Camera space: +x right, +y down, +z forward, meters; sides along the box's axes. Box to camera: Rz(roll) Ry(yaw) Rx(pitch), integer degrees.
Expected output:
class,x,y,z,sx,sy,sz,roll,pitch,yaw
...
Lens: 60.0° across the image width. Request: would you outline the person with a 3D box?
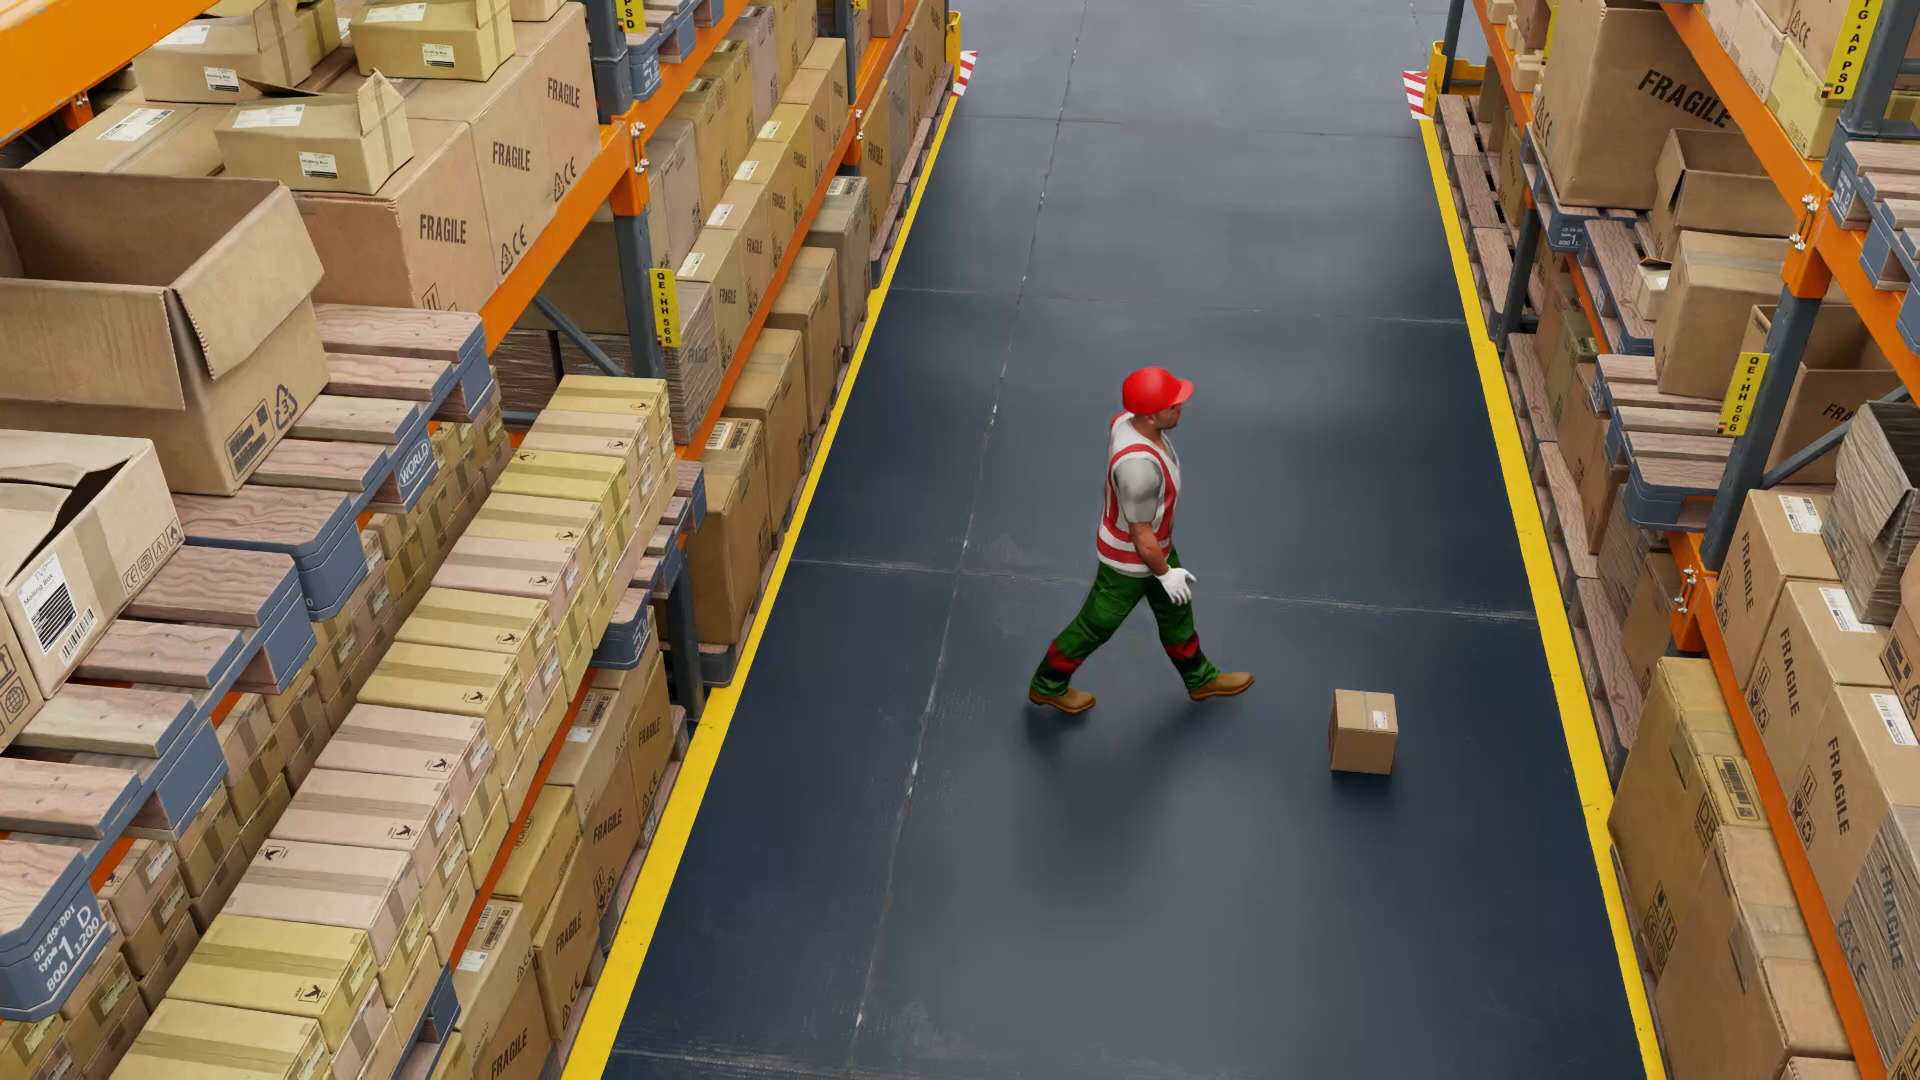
class,x,y,z,sx,sy,sz,roll,pitch,yaw
person,0.804,0.044,6.949,0.989,1.747,0.527,6,36,9
